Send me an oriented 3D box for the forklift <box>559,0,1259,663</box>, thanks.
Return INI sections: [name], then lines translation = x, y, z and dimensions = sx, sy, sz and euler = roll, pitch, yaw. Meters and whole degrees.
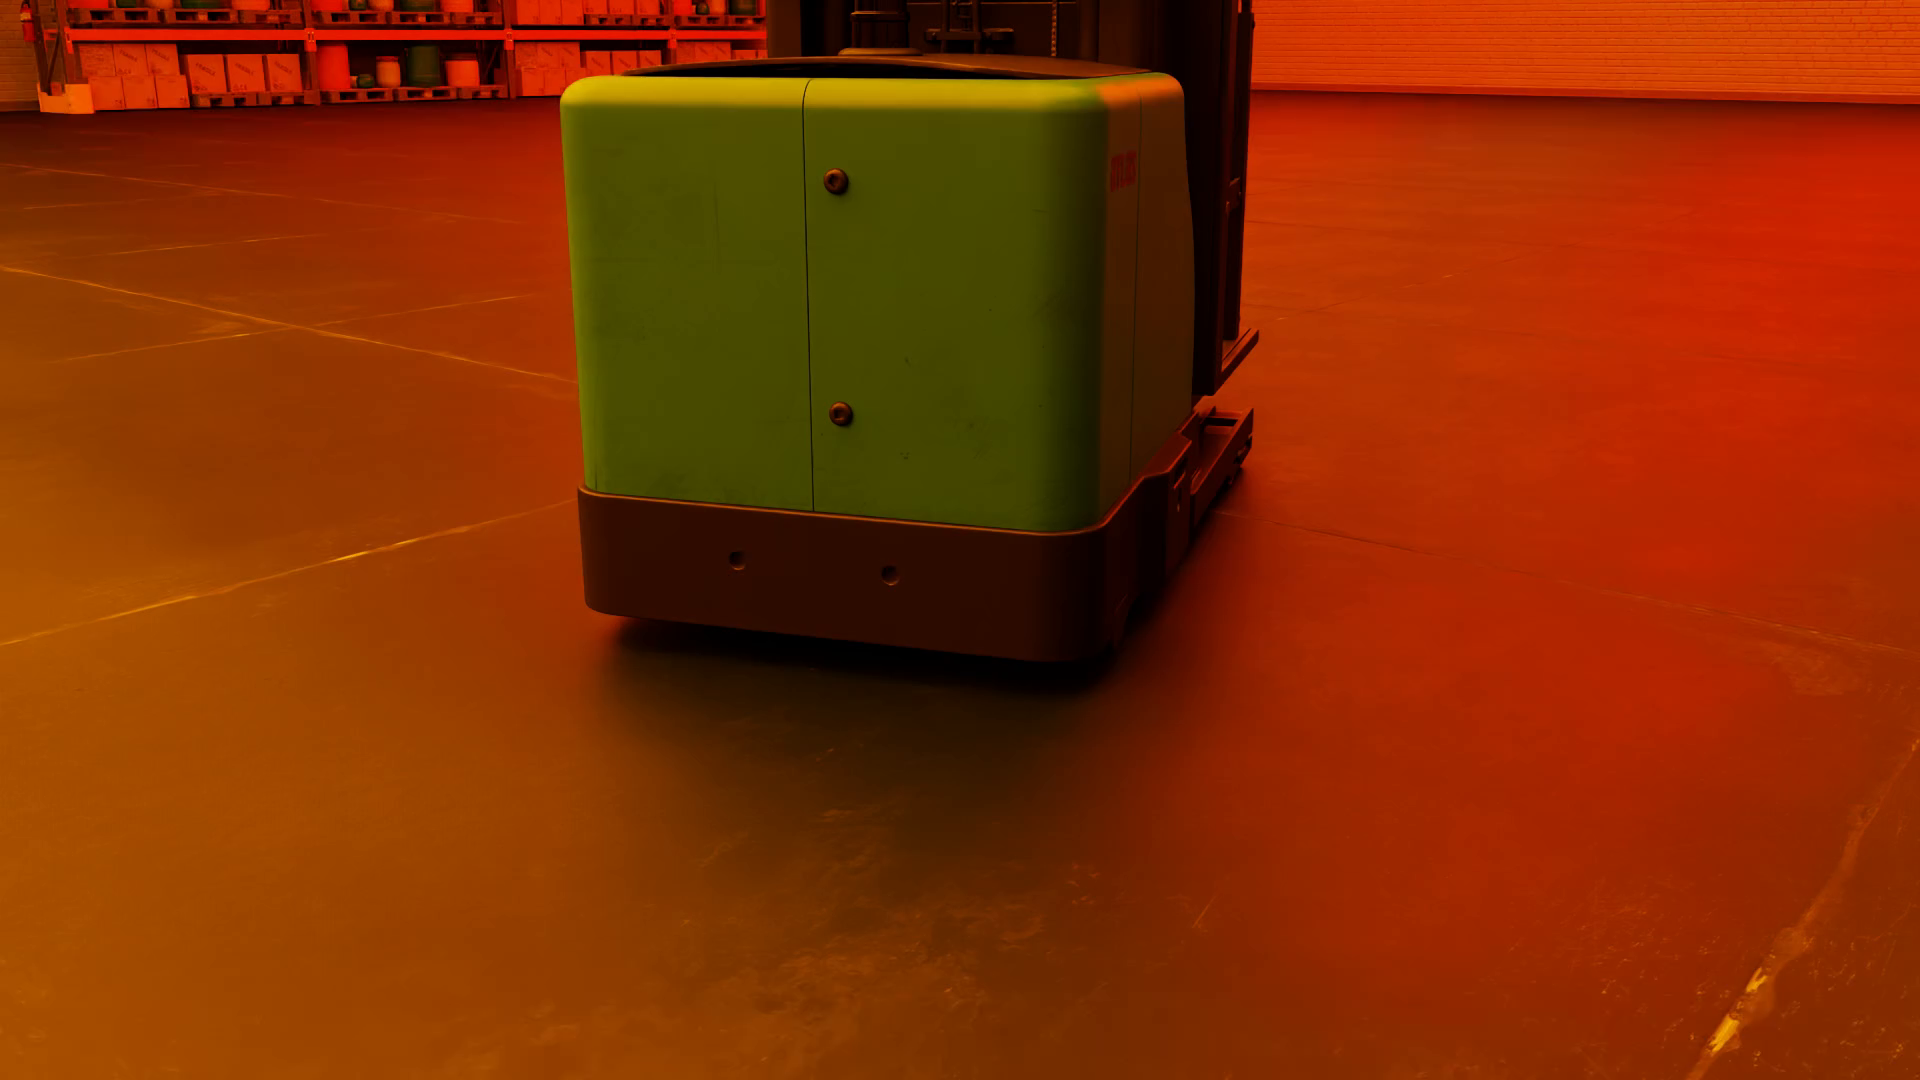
[forklift]
translation = 0.182, -1.571, 4.072
dimensions = 1.130, 2.935, 3.031
euler = 5, 18, 17
